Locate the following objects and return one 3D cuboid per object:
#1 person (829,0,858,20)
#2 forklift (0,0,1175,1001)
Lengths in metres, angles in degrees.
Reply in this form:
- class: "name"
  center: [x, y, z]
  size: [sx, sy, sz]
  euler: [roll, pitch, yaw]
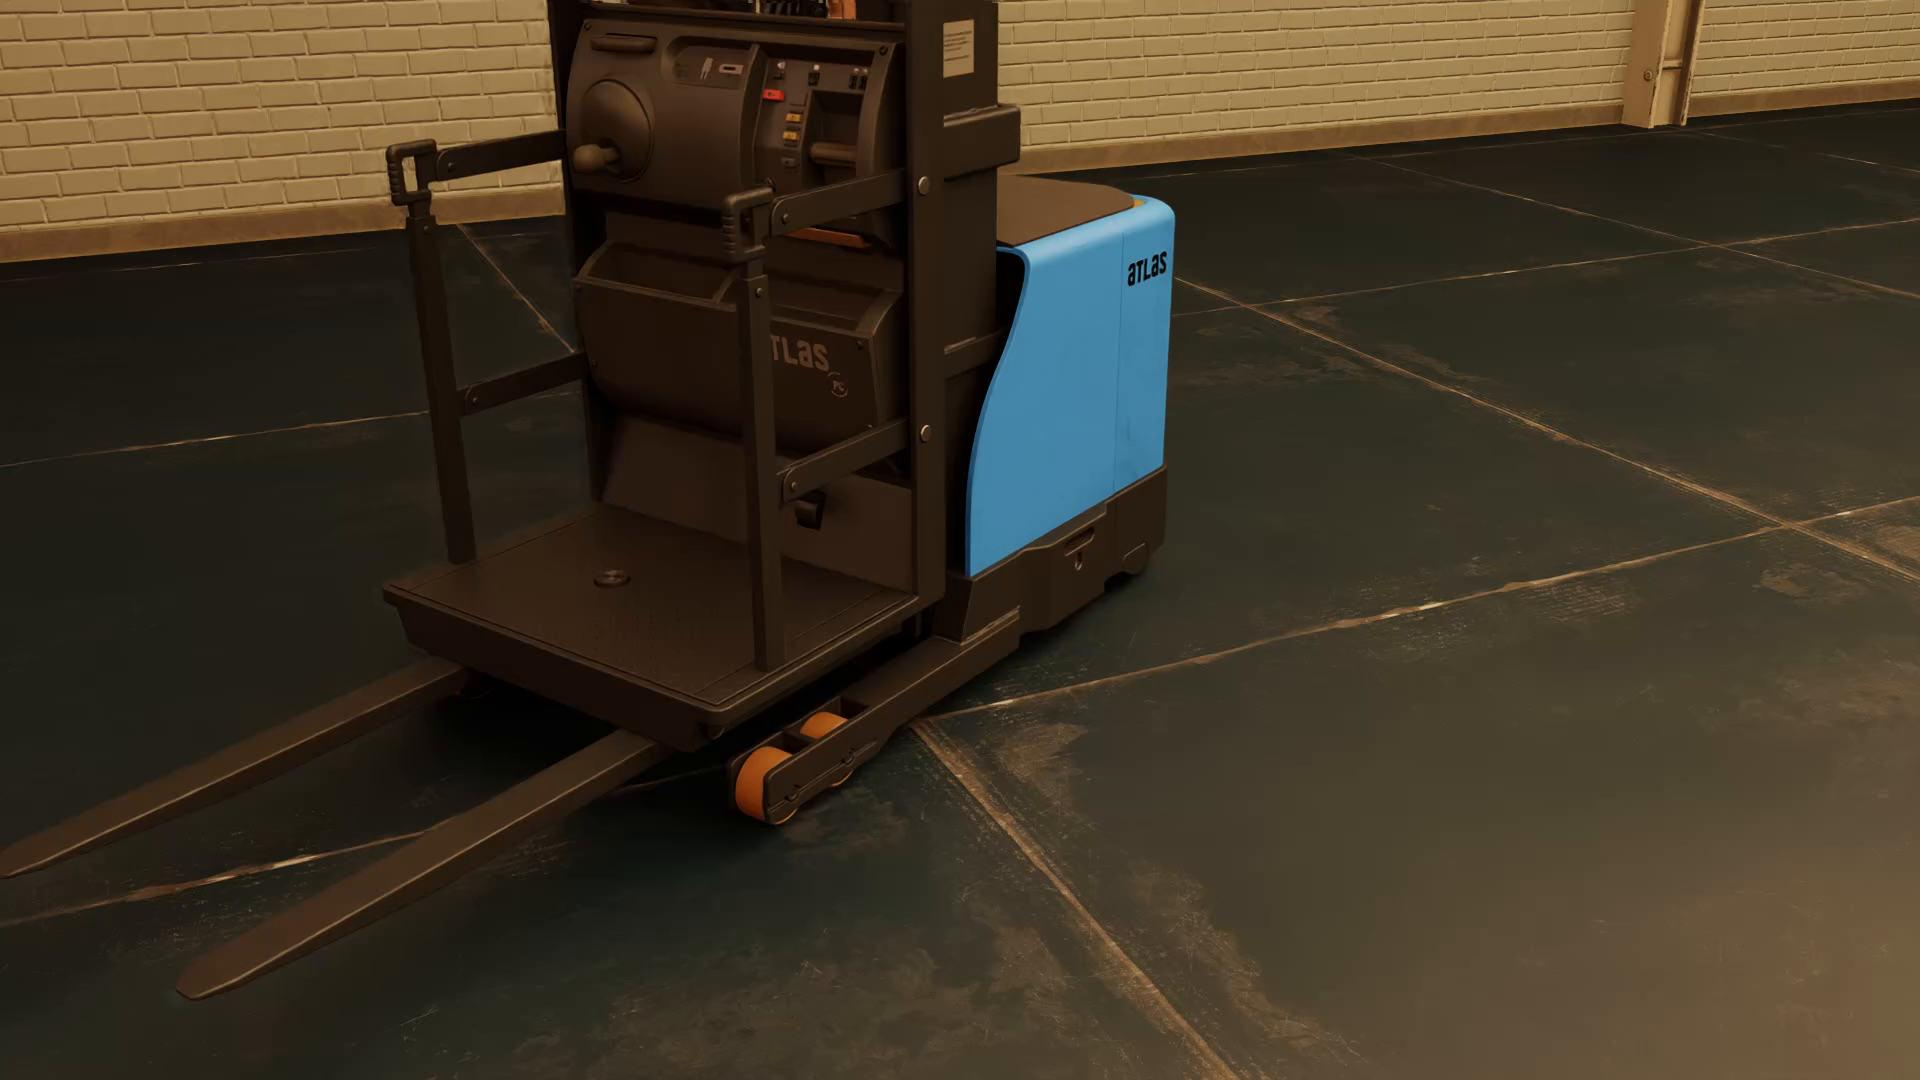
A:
- class: "person"
  center: [-0.319, -1.155, 5.832]
  size: [0.642, 1.617, 0.961]
  euler: [-7, 24, -17]
- class: "forklift"
  center: [-0.654, -0.945, 3.560]
  size: [1.130, 2.935, 3.031]
  euler: [15, 27, 32]
